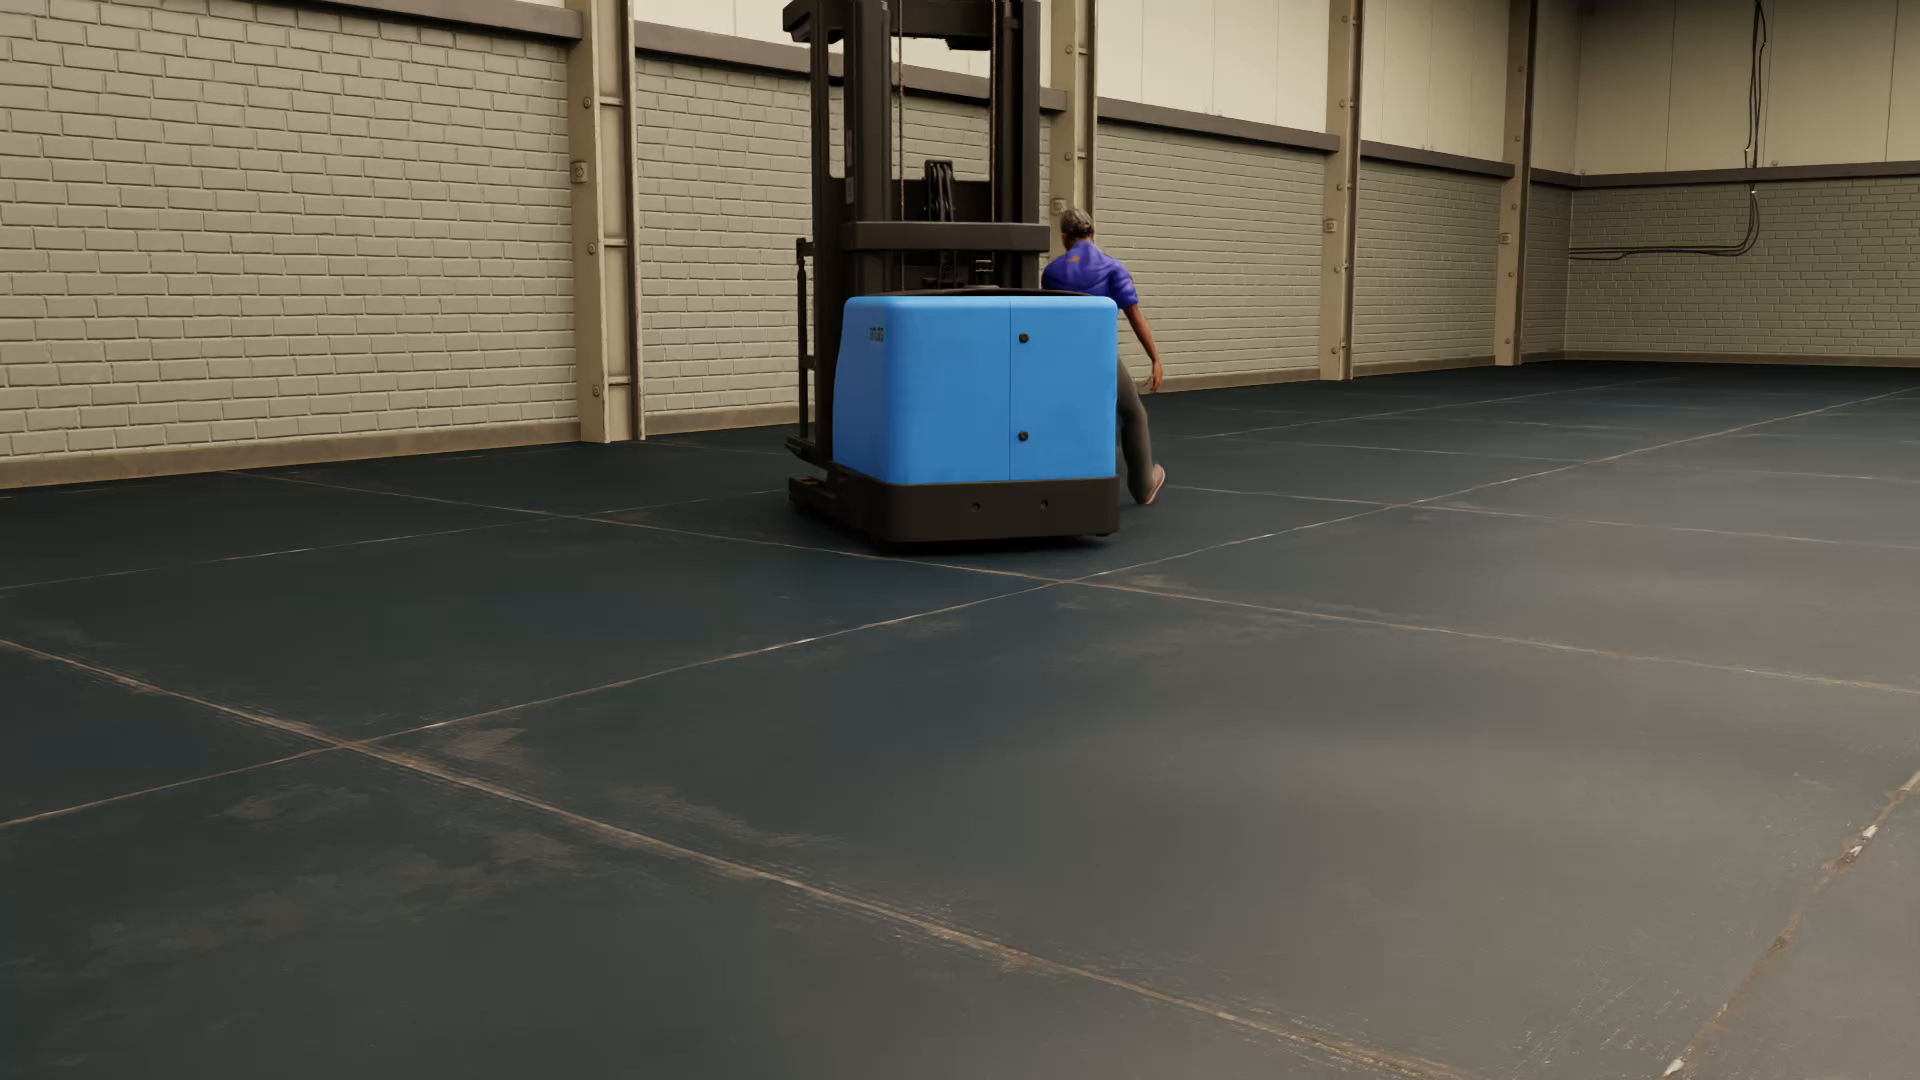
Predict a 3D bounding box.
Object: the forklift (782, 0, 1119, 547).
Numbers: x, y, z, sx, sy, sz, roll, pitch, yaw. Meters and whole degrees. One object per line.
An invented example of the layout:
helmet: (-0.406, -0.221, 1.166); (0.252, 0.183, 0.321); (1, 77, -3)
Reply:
forklift: (-0.242, -1.596, 8.189); (1.130, 2.935, 3.031); (-3, 9, -17)

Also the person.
person: (0.714, -0.902, 8.401); (0.688, 1.530, 0.937); (3, 9, 21)
